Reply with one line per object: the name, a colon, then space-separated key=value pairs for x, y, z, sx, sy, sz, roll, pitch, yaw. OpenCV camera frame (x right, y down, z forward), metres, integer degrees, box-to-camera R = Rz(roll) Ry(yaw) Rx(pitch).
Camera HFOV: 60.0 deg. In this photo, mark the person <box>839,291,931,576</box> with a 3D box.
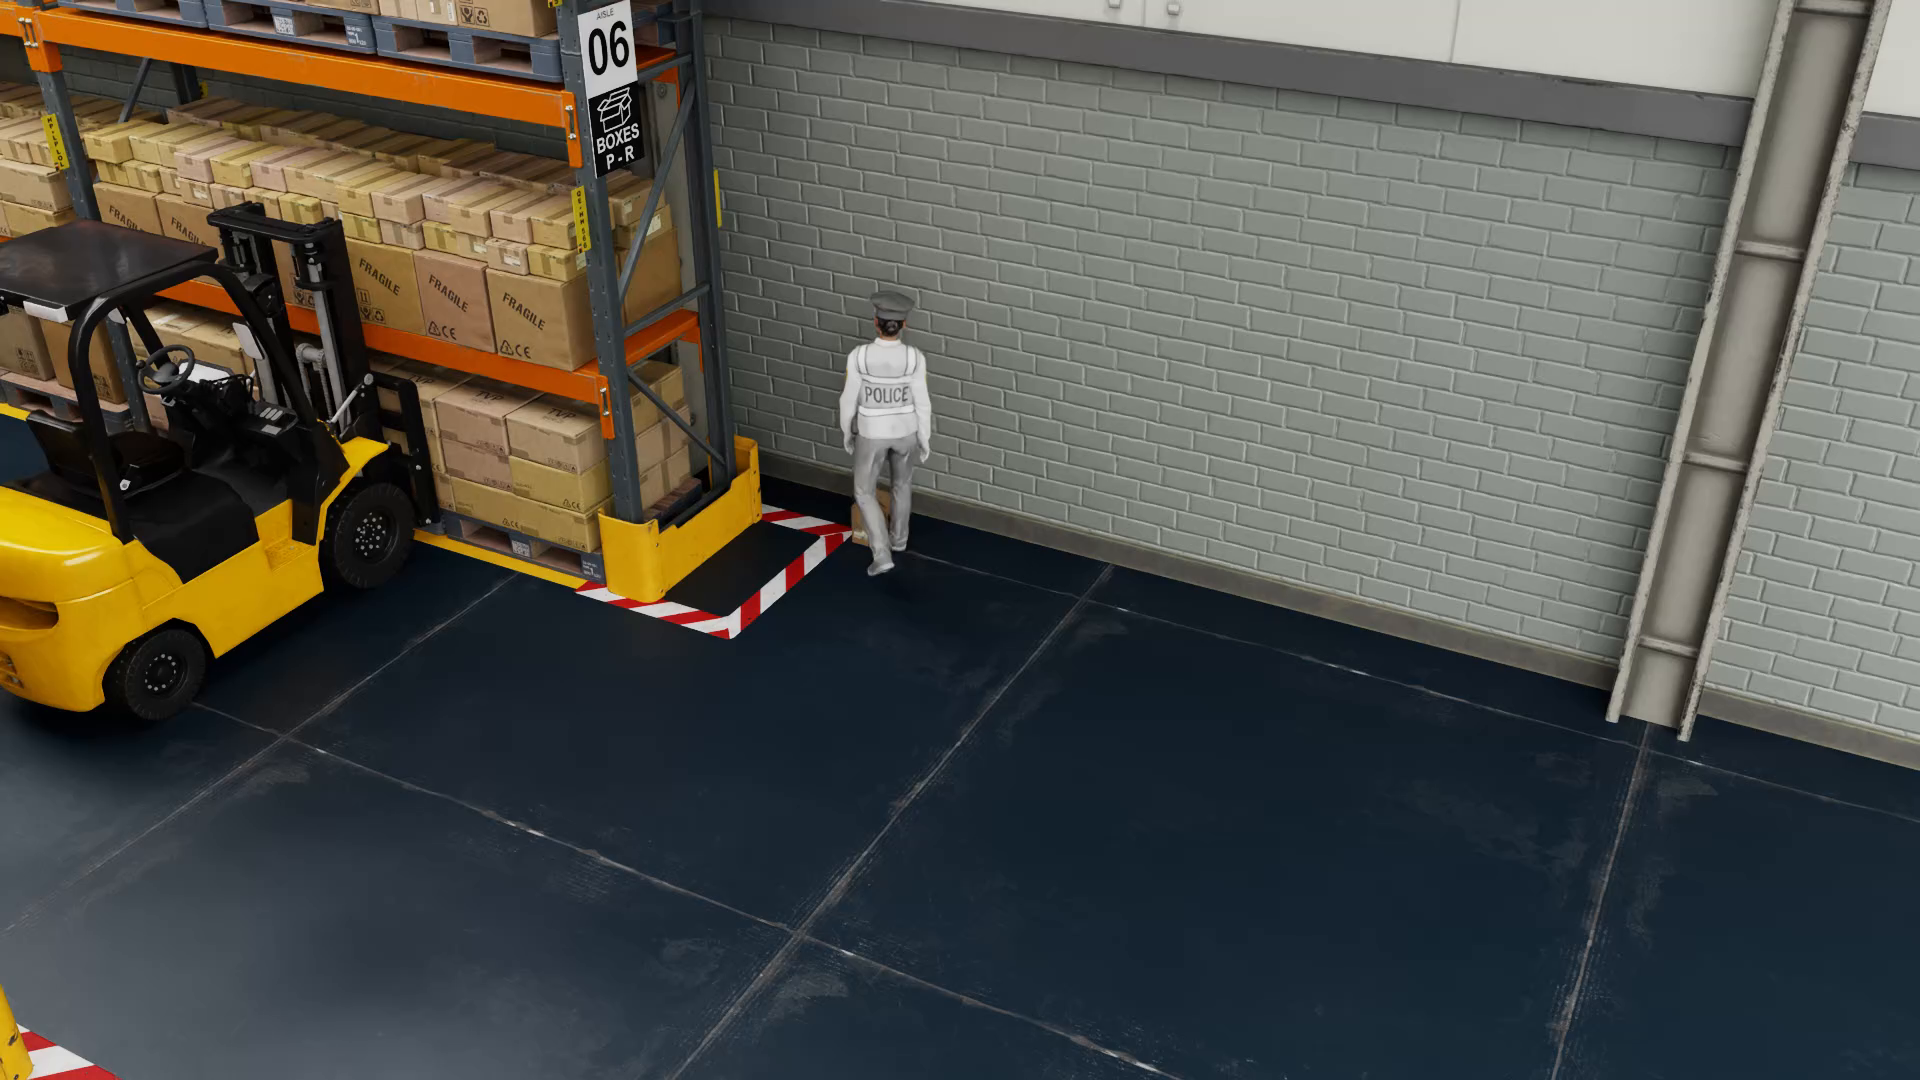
person: x=-0.412 y=-0.579 z=9.251 sx=0.497 sy=1.639 sz=0.789 roll=-6 pitch=31 yaw=-9
